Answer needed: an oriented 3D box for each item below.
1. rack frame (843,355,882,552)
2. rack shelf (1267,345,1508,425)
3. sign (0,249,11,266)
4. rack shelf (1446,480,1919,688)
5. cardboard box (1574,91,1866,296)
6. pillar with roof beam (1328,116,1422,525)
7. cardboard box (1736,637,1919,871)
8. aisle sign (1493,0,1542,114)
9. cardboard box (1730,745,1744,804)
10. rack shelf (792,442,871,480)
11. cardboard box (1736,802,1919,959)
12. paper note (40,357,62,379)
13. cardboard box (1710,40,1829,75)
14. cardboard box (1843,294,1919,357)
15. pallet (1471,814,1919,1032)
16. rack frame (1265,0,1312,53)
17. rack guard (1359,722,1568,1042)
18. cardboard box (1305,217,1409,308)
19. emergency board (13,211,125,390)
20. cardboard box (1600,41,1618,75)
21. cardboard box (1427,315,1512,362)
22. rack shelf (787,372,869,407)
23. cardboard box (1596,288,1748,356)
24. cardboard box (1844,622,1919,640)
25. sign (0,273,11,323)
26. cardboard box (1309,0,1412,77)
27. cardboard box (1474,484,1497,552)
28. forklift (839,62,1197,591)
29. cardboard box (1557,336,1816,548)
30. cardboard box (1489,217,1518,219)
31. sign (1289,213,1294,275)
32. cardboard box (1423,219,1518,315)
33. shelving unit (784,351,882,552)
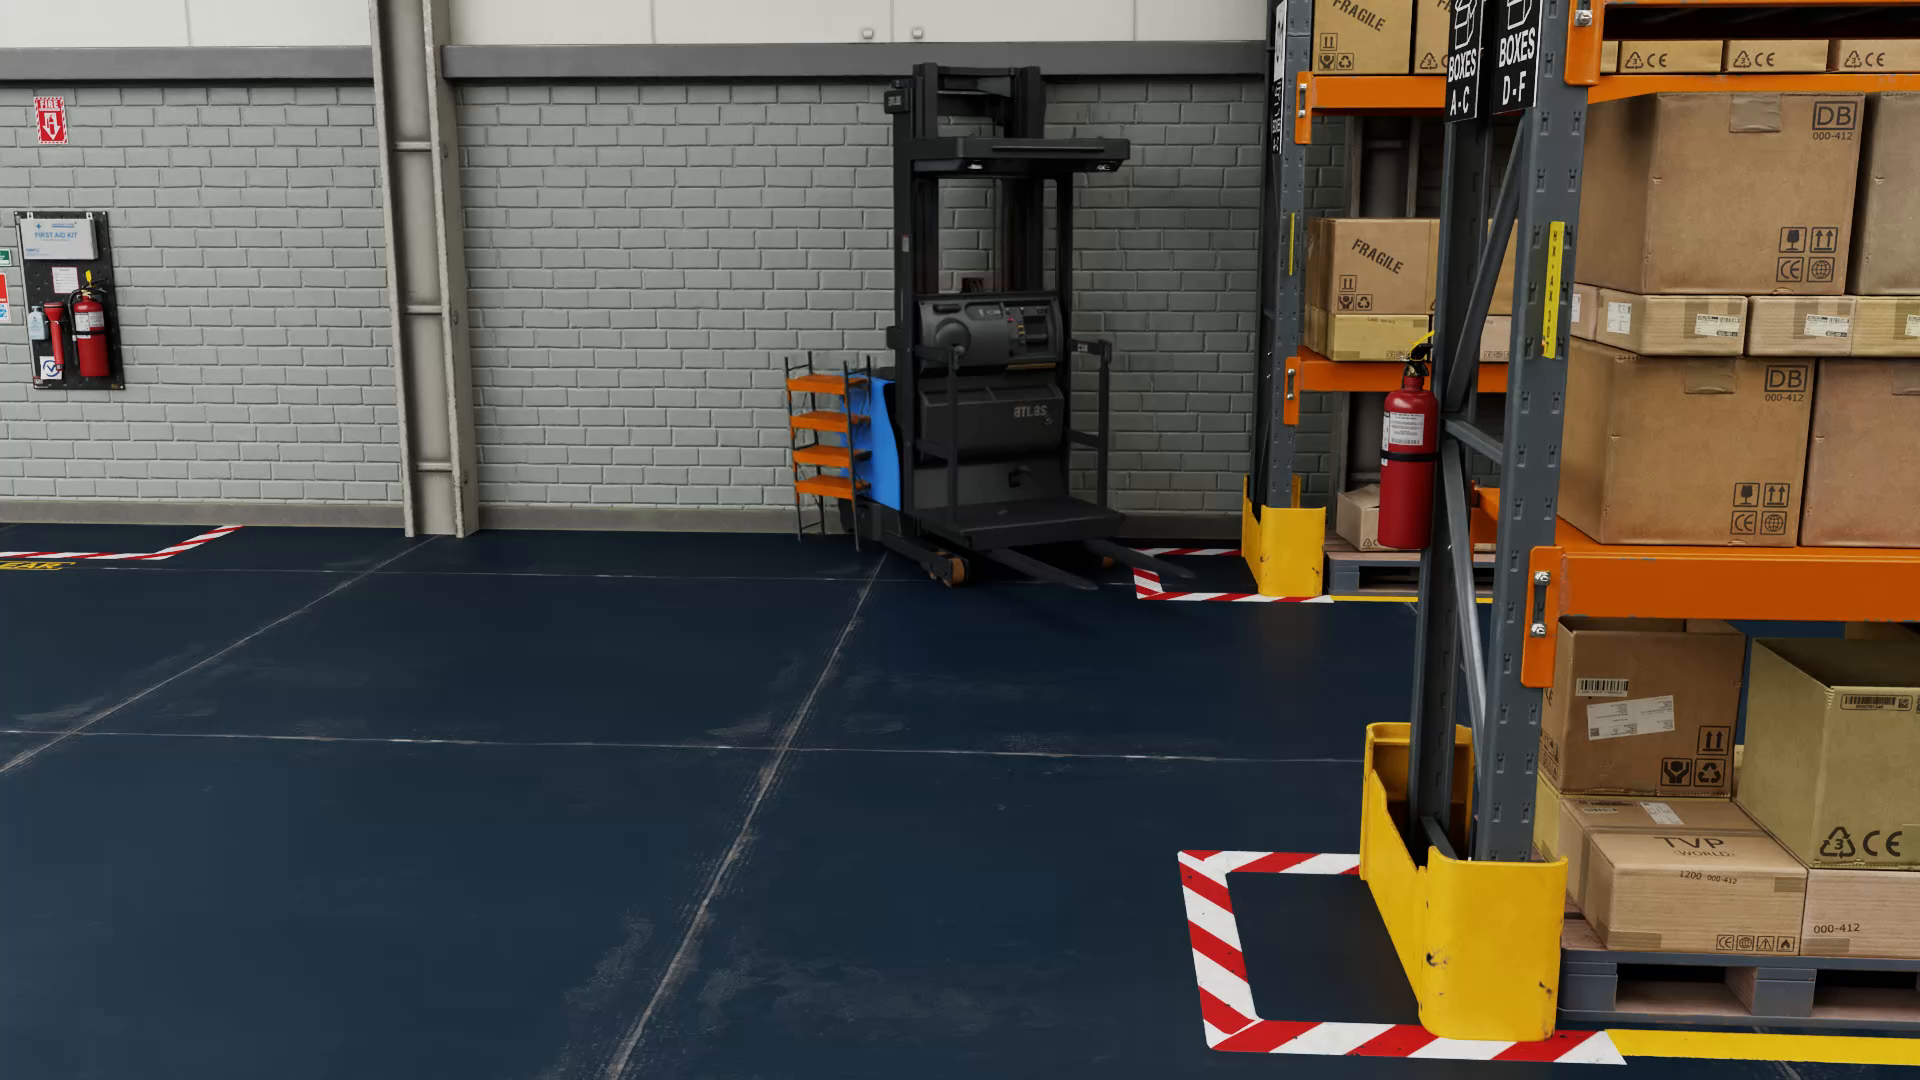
[{"bbox_3d":[-0.601,-0.535,10.338,0.015,1.200,0.240,9,19,36],"label":"rack frame"},{"bbox_3d":[3.805,-0.891,9.457,4.000,0.370,1.077,1,12,4],"label":"rack shelf"},{"bbox_3d":[-6.425,-1.865,10.975,0.331,0.109,0.001,1,12,4],"label":"sign"},{"bbox_3d":[3.478,0.121,4.619,4.000,0.370,1.077,1,12,4],"label":"rack shelf"},{"bbox_3d":[2.000,-0.932,4.487,0.500,0.500,0.700,1,12,4],"label":"cardboard box"},{"bbox_3d":[2.278,-3.494,5.495,0.400,9.000,9.100,1,12,4],"label":"pillar with roof beam"},{"bbox_3d":[2.501,0.574,4.555,0.500,0.500,0.500,1,12,4],"label":"cardboard box"},{"bbox_3d":[1.396,-1.469,4.115,0.004,0.787,0.394,1,12,4],"label":"aisle sign"},{"bbox_3d":[2.536,0.834,5.147,0.500,0.250,0.500,1,12,4],"label":"cardboard box"},{"bbox_3d":[-0.792,-0.499,10.500,0.480,0.148,0.258,9,19,36],"label":"rack shelf"},{"bbox_3d":[2.501,0.941,4.633,0.500,0.250,0.500,1,12,4],"label":"cardboard box"},{"bbox_3d":[-6.056,-1.146,11.074,0.142,0.148,0.016,1,12,4],"label":"paper note"},{"bbox_3d":[4.221,-2.708,8.770,0.500,0.500,0.500,0,12,2],"label":"cardboard box"},{"bbox_3d":[2.372,-0.568,4.331,0.250,0.149,0.380,1,12,4],"label":"cardboard box"},{"bbox_3d":[2.248,1.109,4.953,1.213,0.211,1.003,1,12,4],"label":"pallet"},{"bbox_3d":[1.809,-4.207,8.900,0.127,3.000,1.000,1,12,4],"label":"rack frame"},{"bbox_3d":[1.458,0.965,4.934,0.348,0.500,1.175,1,12,4],"label":"rack guard"},{"bbox_3d":[2.294,-1.611,9.628,0.500,0.500,0.500,1,12,3],"label":"cardboard box"},{"bbox_3d":[-5.884,-1.561,10.905,0.643,1.169,0.194,1,12,4],"label":"emergency board"},{"bbox_3d":[3.178,-2.721,8.829,0.500,0.500,0.500,1,12,6],"label":"cardboard box"},{"bbox_3d":[2.794,-1.131,9.166,0.500,0.250,0.500,0,12,2],"label":"cardboard box"},{"bbox_3d":[-0.817,-0.942,10.378,0.480,0.148,0.258,9,19,36],"label":"rack shelf"},{"bbox_3d":[1.859,-0.575,4.364,0.250,0.149,0.380,1,12,3],"label":"cardboard box"},{"bbox_3d":[3.036,0.472,5.042,0.500,0.500,0.500,1,12,4],"label":"cardboard box"},{"bbox_3d":[-6.429,-1.607,11.038,0.234,0.329,0.001,1,12,4],"label":"sign"},{"bbox_3d":[2.126,-2.742,8.929,0.500,0.500,0.500,1,12,5],"label":"cardboard box"},{"bbox_3d":[3.062,-0.134,9.574,0.500,0.311,0.500,2,12,8],"label":"cardboard box"},{"bbox_3d":[0.284,-1.273,9.695,1.130,2.935,3.031,-6,13,-26],"label":"forklift"},{"bbox_3d":[1.947,-0.298,4.623,0.500,0.500,0.700,1,12,4],"label":"cardboard box"},{"bbox_3d":[3.312,-1.596,9.555,0.500,0.500,0.500,0,12,2],"label":"cardboard box"},{"bbox_3d":[1.773,-1.583,8.896,0.005,0.325,0.100,1,12,4],"label":"sign"},{"bbox_3d":[2.758,-1.497,9.084,0.500,0.500,0.500,1,12,4],"label":"cardboard box"},{"bbox_3d":[-0.796,-0.564,10.482,0.503,1.200,0.258,9,19,36],"label":"shelving unit"}]
